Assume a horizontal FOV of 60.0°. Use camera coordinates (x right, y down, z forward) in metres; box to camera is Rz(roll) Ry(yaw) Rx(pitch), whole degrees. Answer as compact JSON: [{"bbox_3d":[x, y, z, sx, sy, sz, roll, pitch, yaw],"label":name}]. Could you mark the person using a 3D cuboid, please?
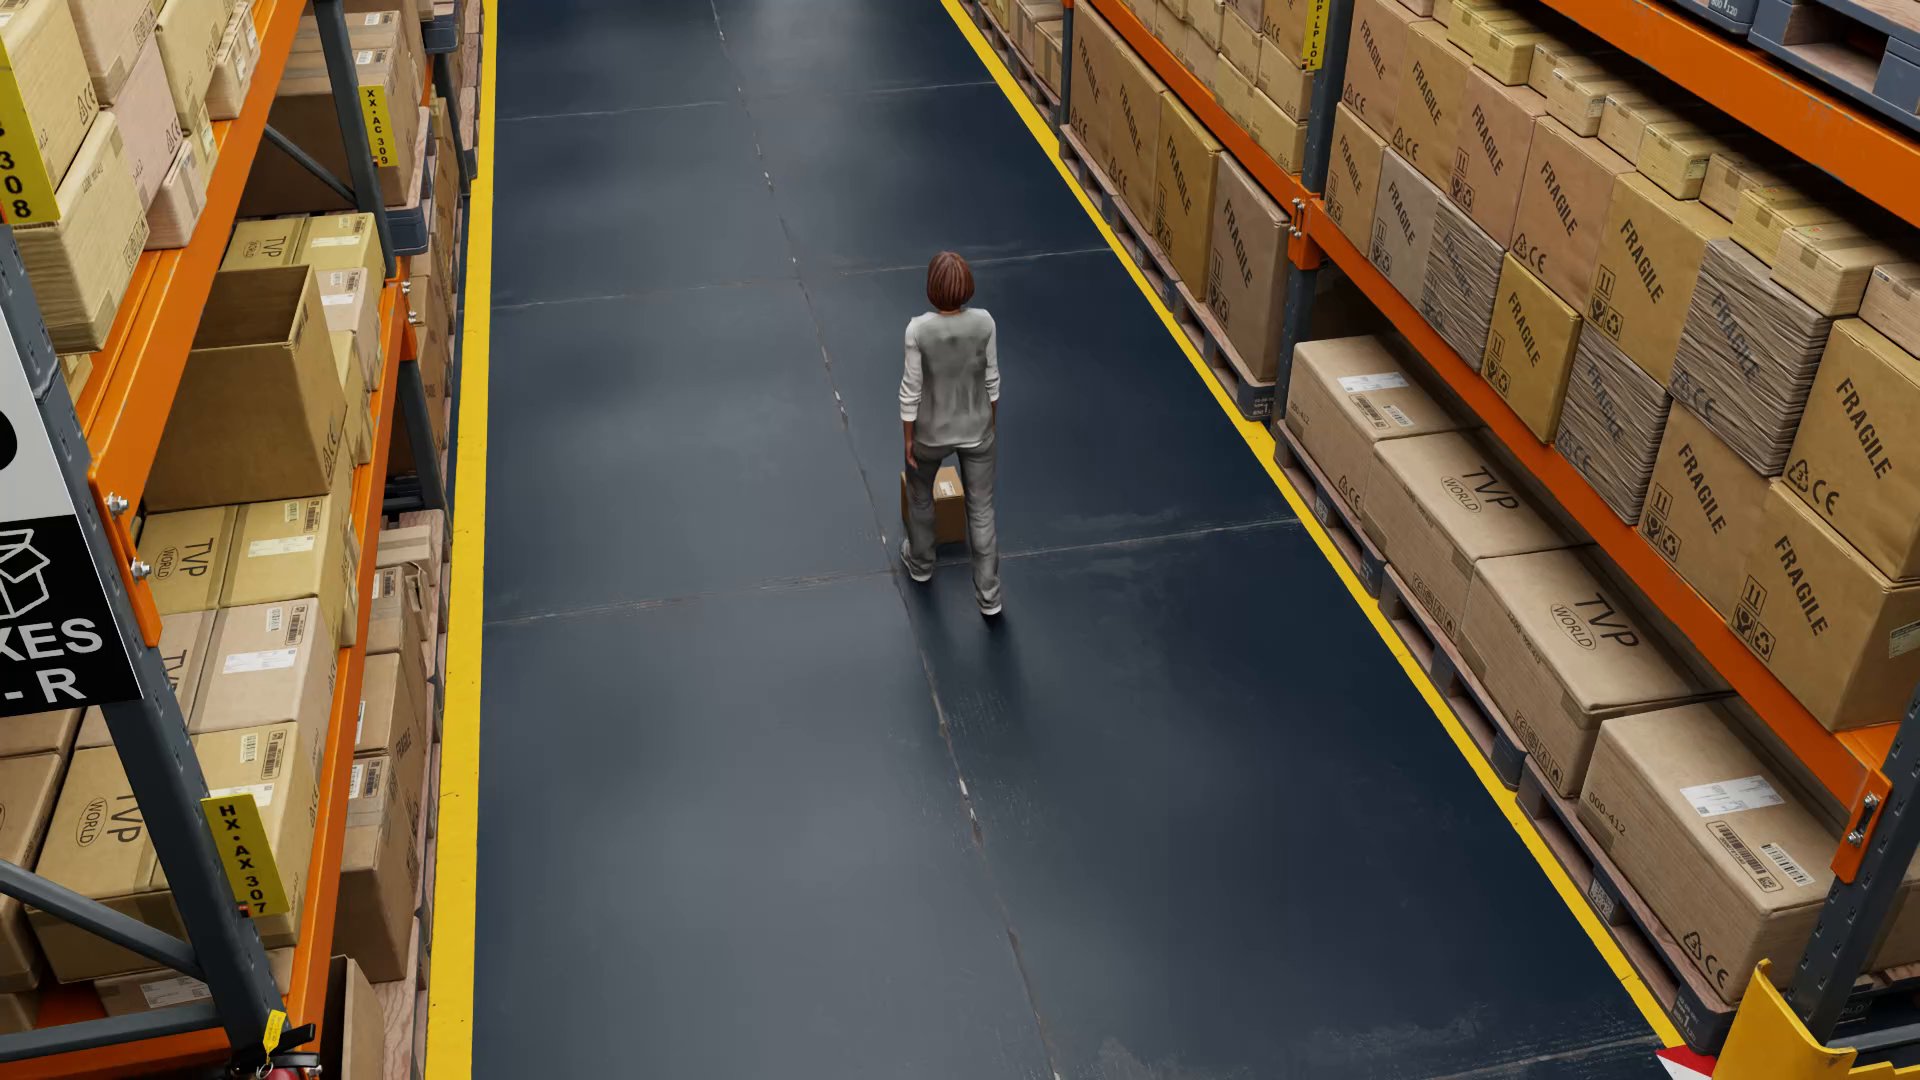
[{"bbox_3d":[-0.047,-0.452,6.812,0.418,1.582,0.601,-7,35,-9],"label":"person"}]
